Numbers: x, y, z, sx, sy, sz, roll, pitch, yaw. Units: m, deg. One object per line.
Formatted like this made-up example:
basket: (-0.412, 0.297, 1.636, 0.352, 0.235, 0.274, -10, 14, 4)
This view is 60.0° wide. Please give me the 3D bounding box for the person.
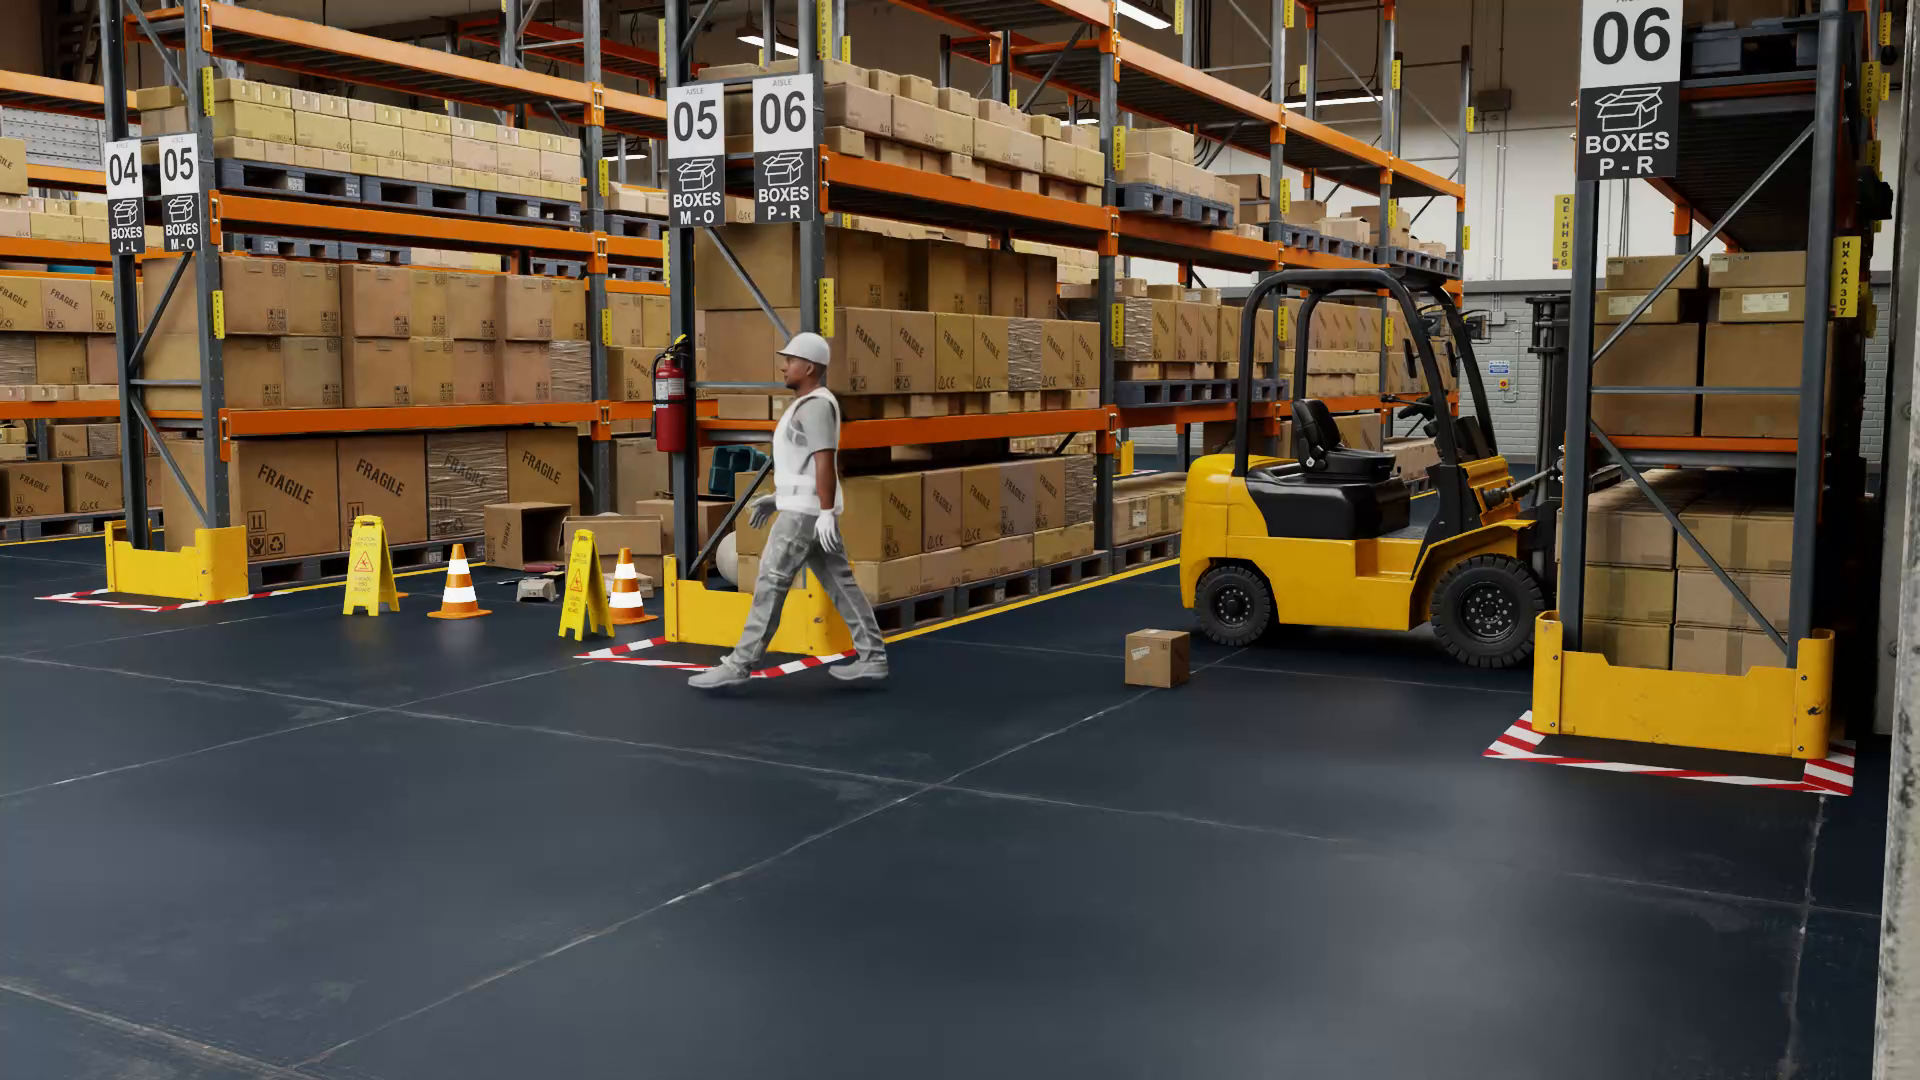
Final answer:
person: (-0.849, -0.153, 8.225, 0.983, 1.736, 0.565, 0, 6, 0)
